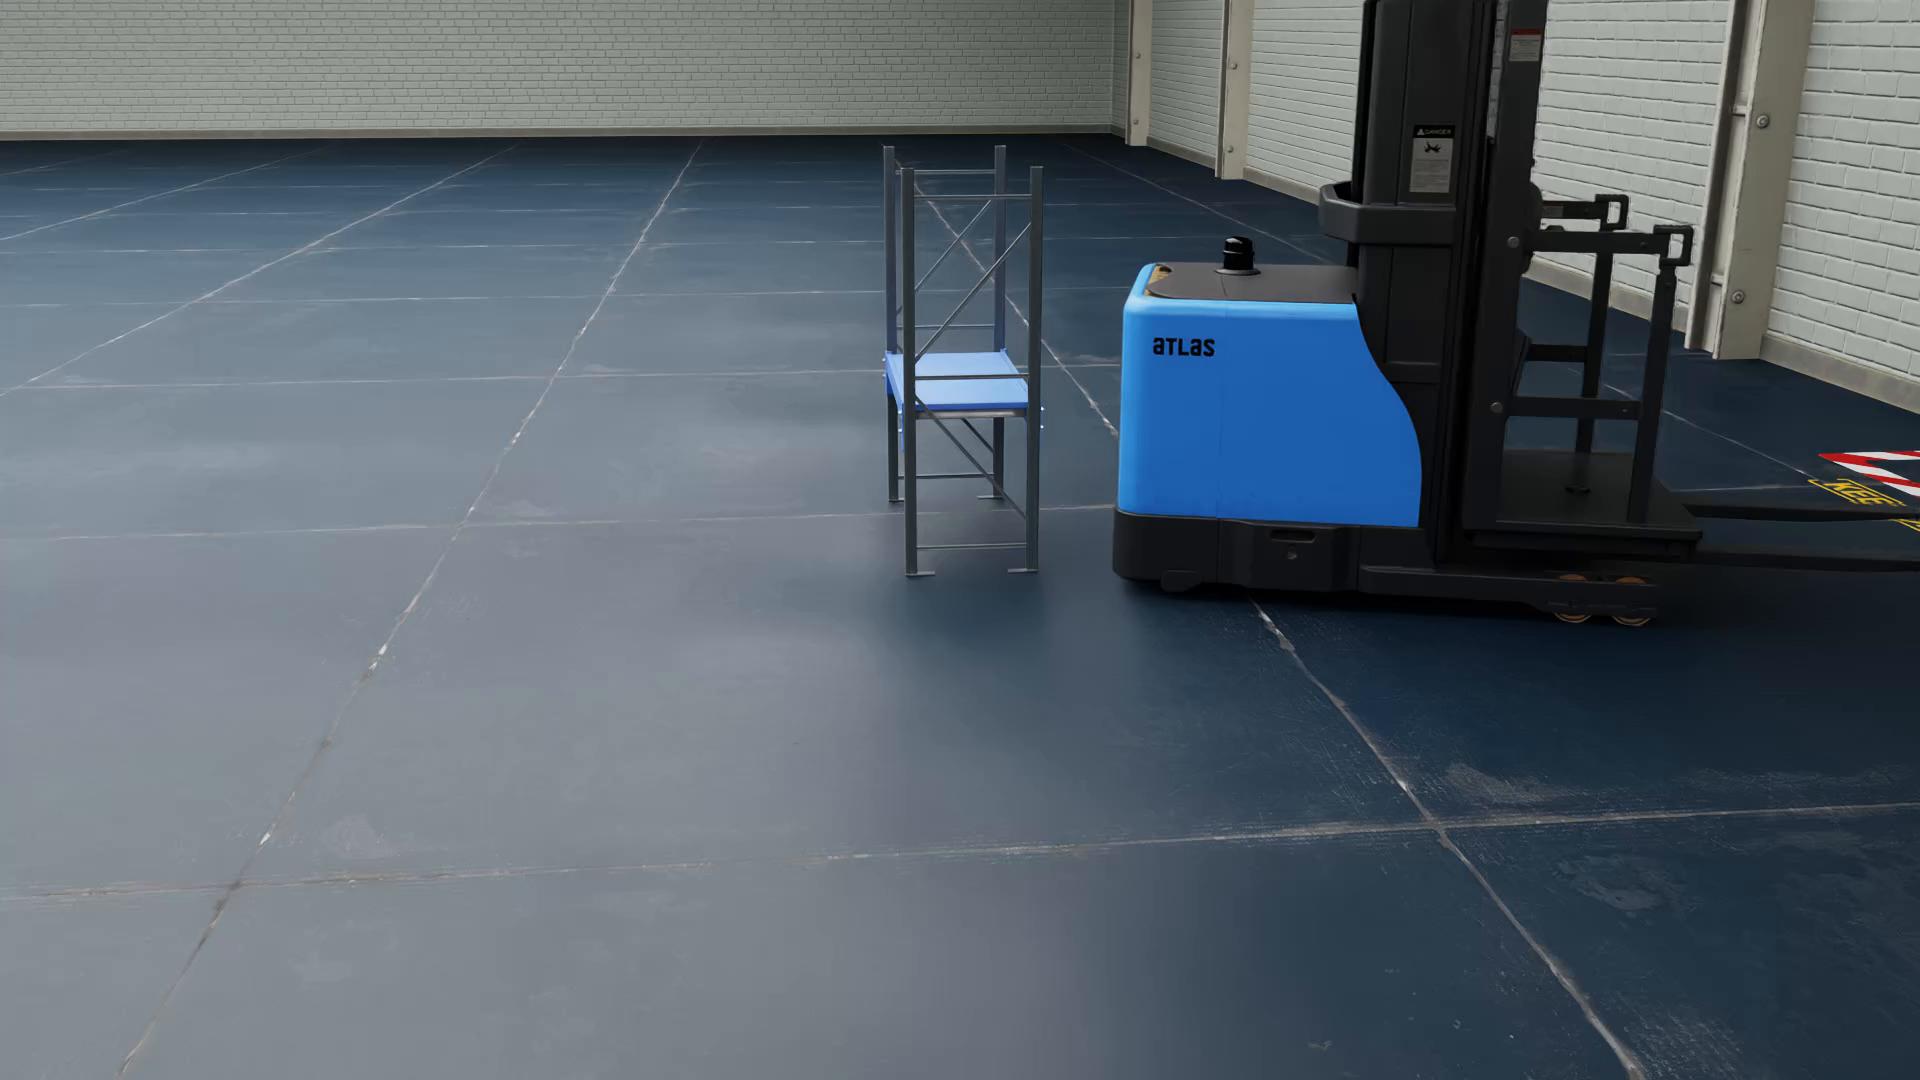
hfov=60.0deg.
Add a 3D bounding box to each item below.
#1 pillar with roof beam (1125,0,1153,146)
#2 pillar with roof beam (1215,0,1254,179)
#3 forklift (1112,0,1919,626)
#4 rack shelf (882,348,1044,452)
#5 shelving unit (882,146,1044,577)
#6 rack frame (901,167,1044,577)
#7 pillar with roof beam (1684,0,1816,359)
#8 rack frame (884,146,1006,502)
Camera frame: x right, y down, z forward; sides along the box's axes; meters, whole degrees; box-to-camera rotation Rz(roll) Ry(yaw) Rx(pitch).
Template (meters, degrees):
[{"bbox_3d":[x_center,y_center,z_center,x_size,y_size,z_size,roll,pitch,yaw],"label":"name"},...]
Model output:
[{"bbox_3d":[-1.359,-10.696,25.723,9.100,9.000,0.400,-2,18,-6],"label":"pillar with roof beam"},{"bbox_3d":[-0.741,-8.908,20.029,9.100,9.000,0.400,-2,18,-6],"label":"pillar with roof beam"},{"bbox_3d":[2.123,-1.273,5.839,3.031,2.935,1.130,3,18,9],"label":"forklift"},{"bbox_3d":[-0.009,-0.569,6.587,0.538,0.185,1.000,-2,18,-6],"label":"rack shelf"},{"bbox_3d":[-0.009,-0.741,6.533,0.538,1.500,1.048,-2,18,-6],"label":"shelving unit"},{"bbox_3d":[0.044,-0.590,6.051,0.500,1.500,0.032,-2,18,-6],"label":"rack frame"},{"bbox_3d":[0.497,-5.333,8.641,9.100,9.000,0.400,-2,18,-6],"label":"pillar with roof beam"},{"bbox_3d":[-0.061,-0.892,7.016,0.500,1.500,0.032,-2,18,-6],"label":"rack frame"}]
